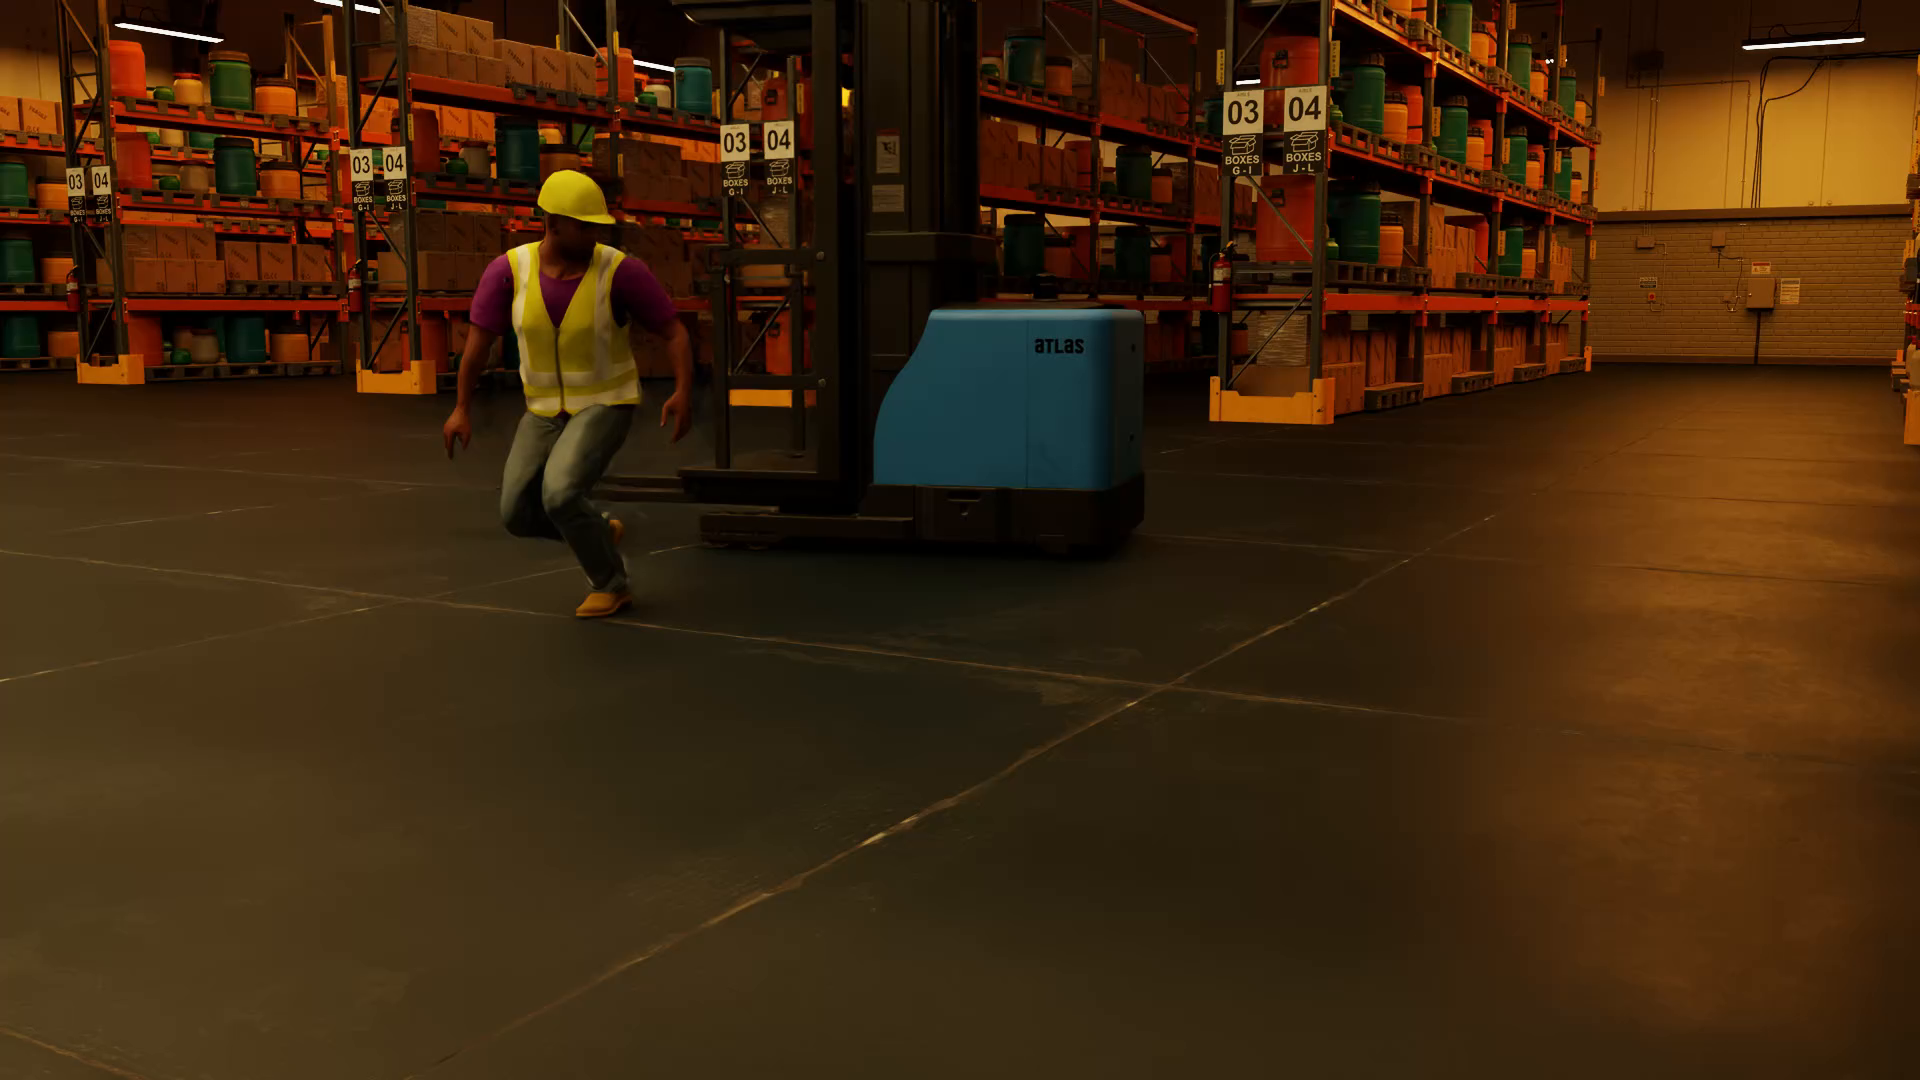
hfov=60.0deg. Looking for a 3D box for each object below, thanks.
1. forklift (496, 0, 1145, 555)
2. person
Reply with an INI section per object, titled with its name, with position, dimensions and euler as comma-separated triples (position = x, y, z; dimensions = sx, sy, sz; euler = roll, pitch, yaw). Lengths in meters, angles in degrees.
[forklift]
position = -0.690, -1.474, 7.774
dimensions = 3.031, 2.935, 1.130
euler = 2, 8, 15
[person]
position = -1.360, -0.517, 5.958
dimensions = 0.872, 1.555, 0.647
euler = 2, 8, 16
